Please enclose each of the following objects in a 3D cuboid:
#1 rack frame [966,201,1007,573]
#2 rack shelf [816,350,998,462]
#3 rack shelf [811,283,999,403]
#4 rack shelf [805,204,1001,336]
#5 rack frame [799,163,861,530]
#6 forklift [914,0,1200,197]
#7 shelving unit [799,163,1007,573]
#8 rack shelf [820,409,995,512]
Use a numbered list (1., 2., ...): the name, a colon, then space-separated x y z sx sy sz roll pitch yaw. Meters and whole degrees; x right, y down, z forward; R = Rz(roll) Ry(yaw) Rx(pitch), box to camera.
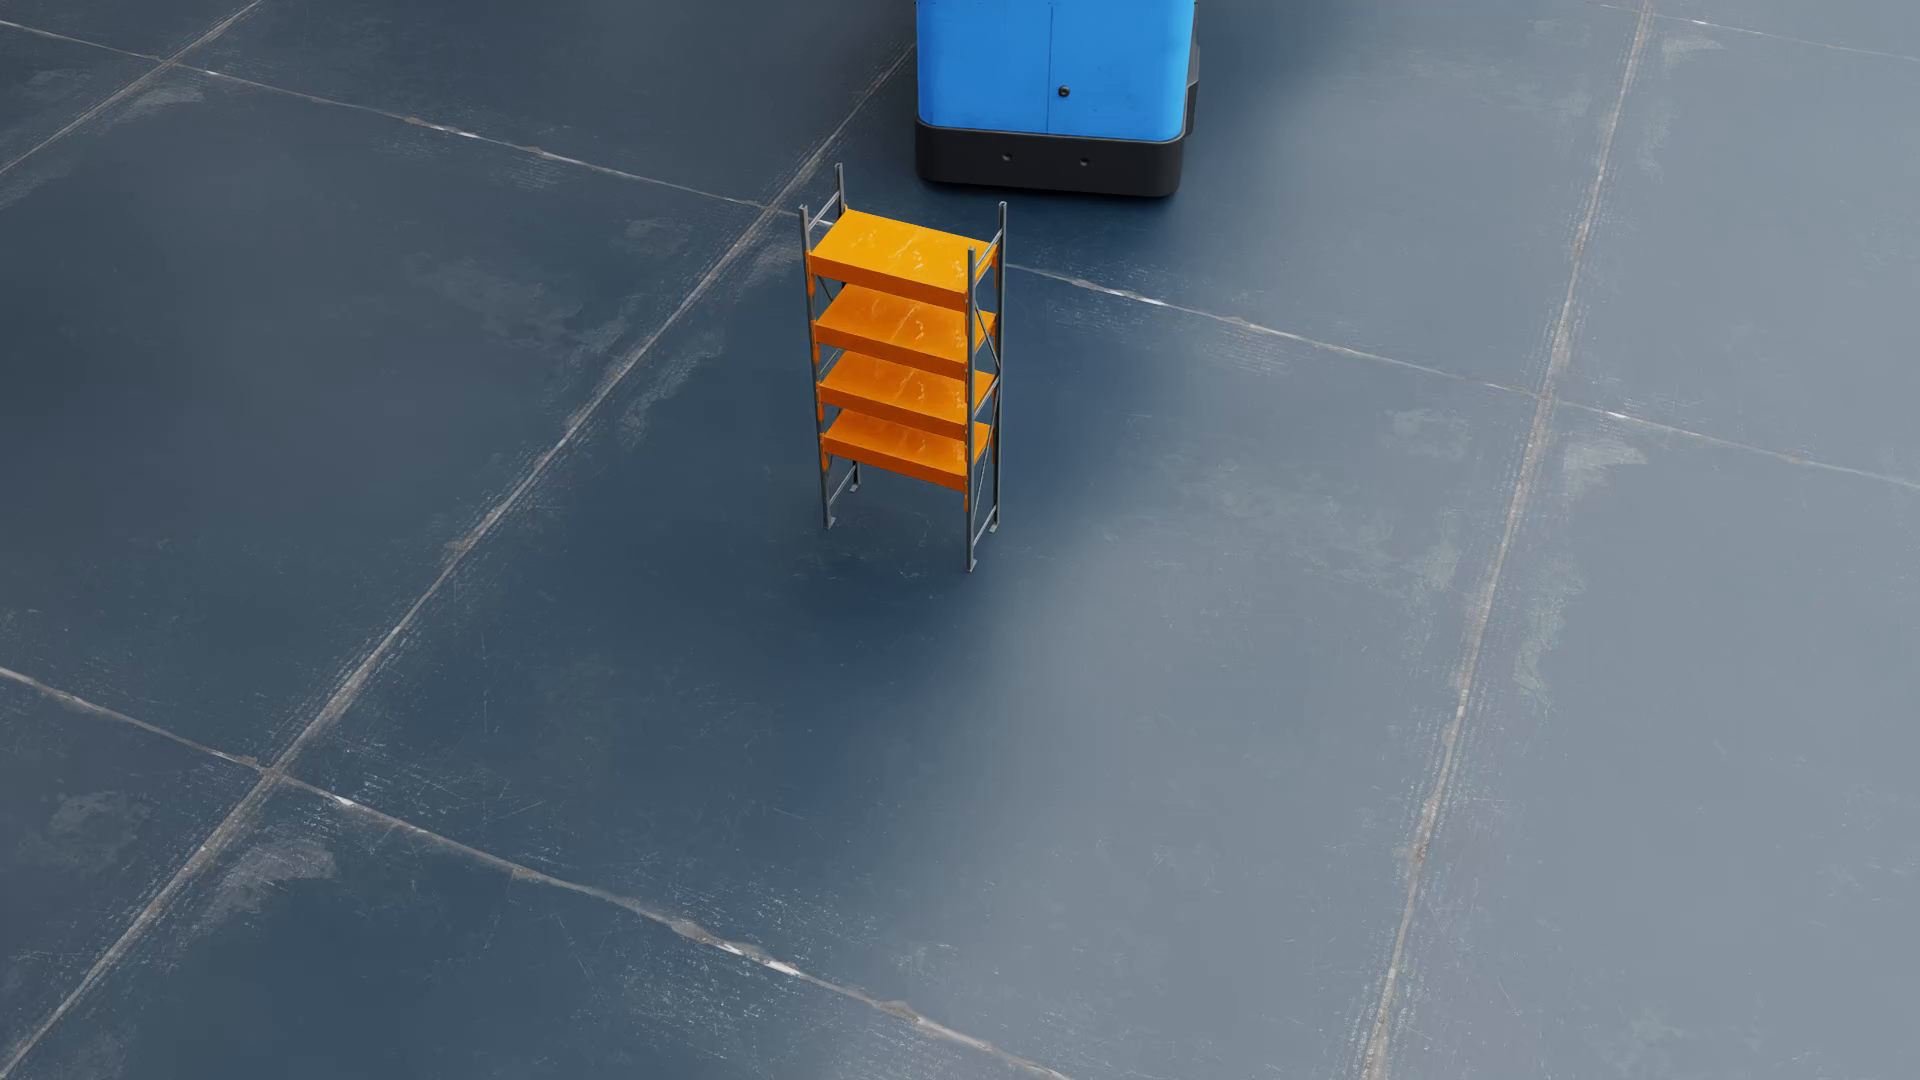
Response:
1. rack frame: 0.072 -0.404 4.805 0.015 1.200 0.240 16 47 16
2. rack shelf: -0.153 -0.423 4.919 0.480 0.148 0.258 16 47 16
3. rack shelf: -0.153 -0.581 4.762 0.480 0.148 0.258 16 47 16
4. rack shelf: -0.153 -0.749 4.595 0.480 0.148 0.258 16 47 16
5. rack frame: -0.378 -0.537 4.939 0.015 1.200 0.240 16 47 16
6. forklift: 0.526 -3.424 6.613 1.130 2.935 3.031 5 45 5
7. shelving unit: -0.153 -0.470 4.872 0.503 1.200 0.258 16 47 16
8. rack shelf: -0.153 -0.282 5.059 0.480 0.148 0.258 16 47 16
